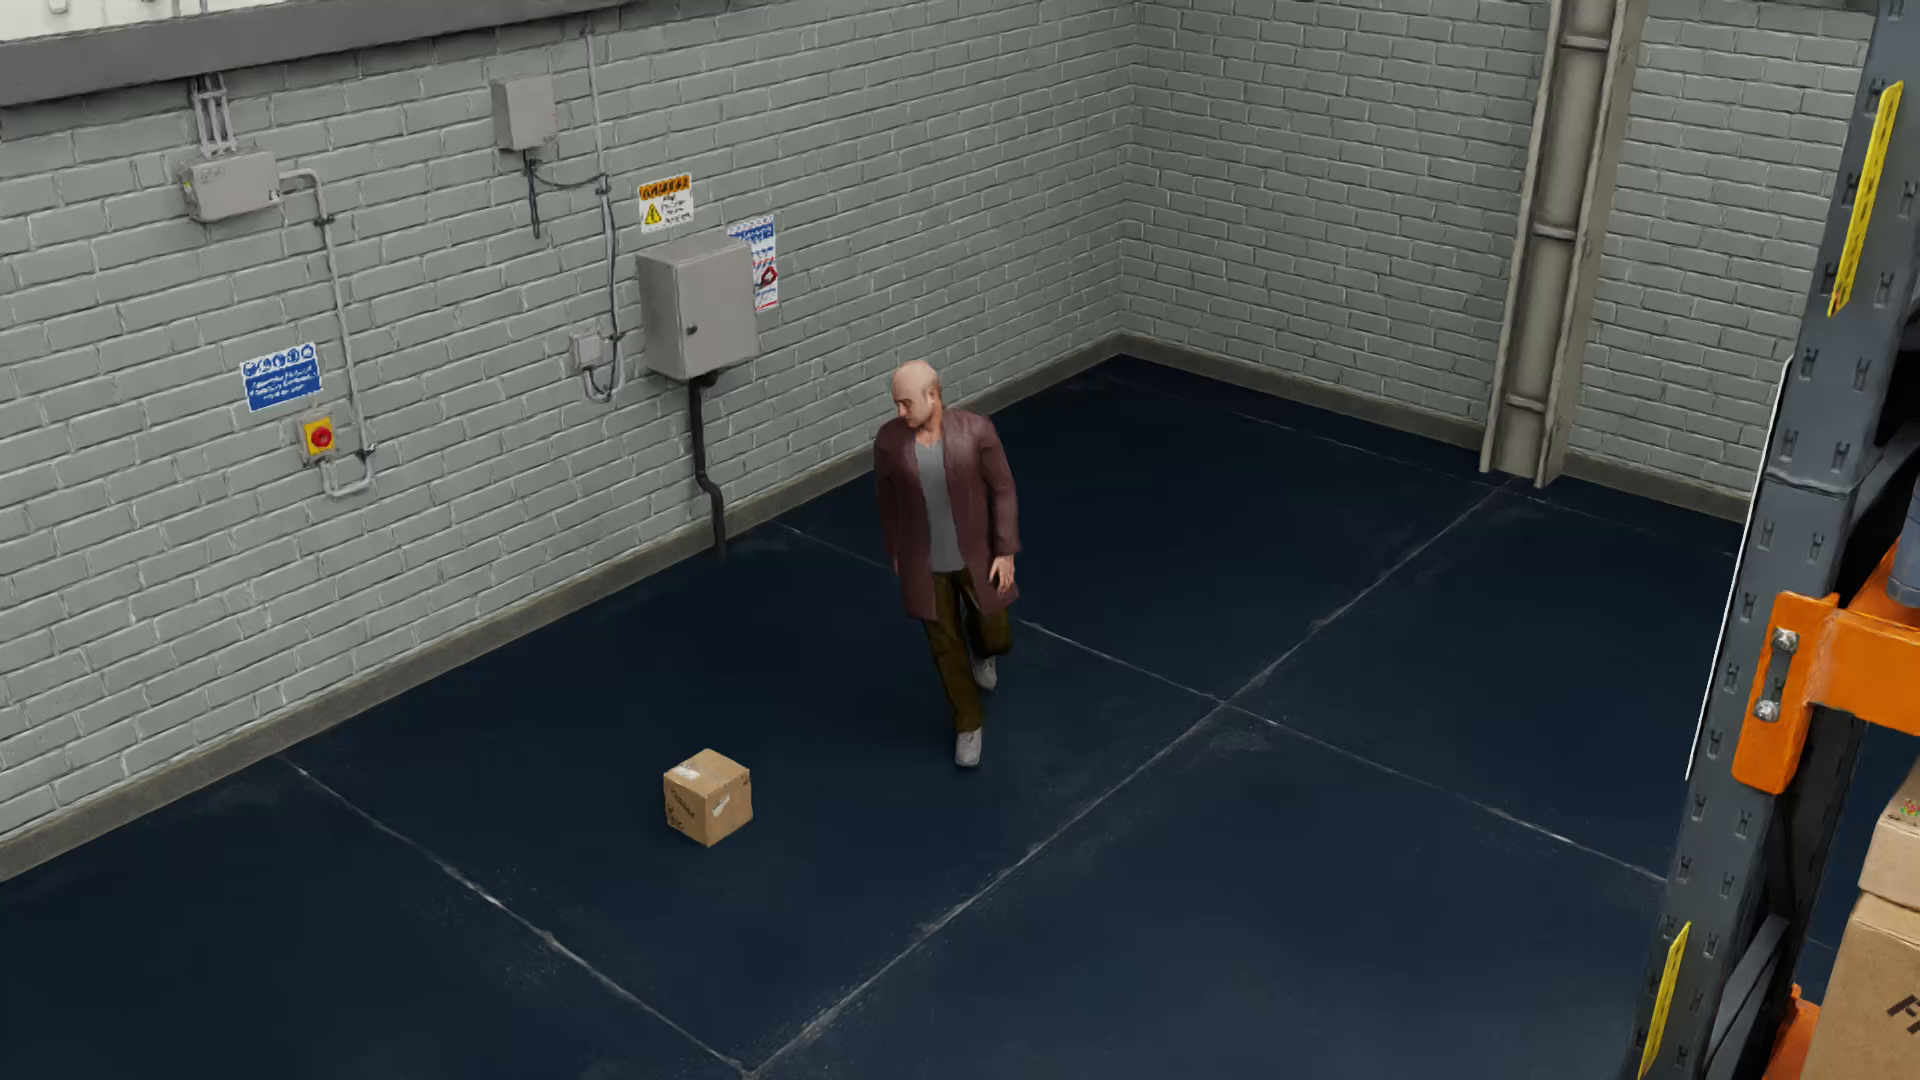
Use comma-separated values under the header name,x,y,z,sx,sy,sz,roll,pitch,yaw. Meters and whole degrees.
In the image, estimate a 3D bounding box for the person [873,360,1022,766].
name,x,y,z,sx,sy,sz,roll,pitch,yaw
person,-0.049,0.047,7.069,0.625,1.749,0.778,1,27,3
